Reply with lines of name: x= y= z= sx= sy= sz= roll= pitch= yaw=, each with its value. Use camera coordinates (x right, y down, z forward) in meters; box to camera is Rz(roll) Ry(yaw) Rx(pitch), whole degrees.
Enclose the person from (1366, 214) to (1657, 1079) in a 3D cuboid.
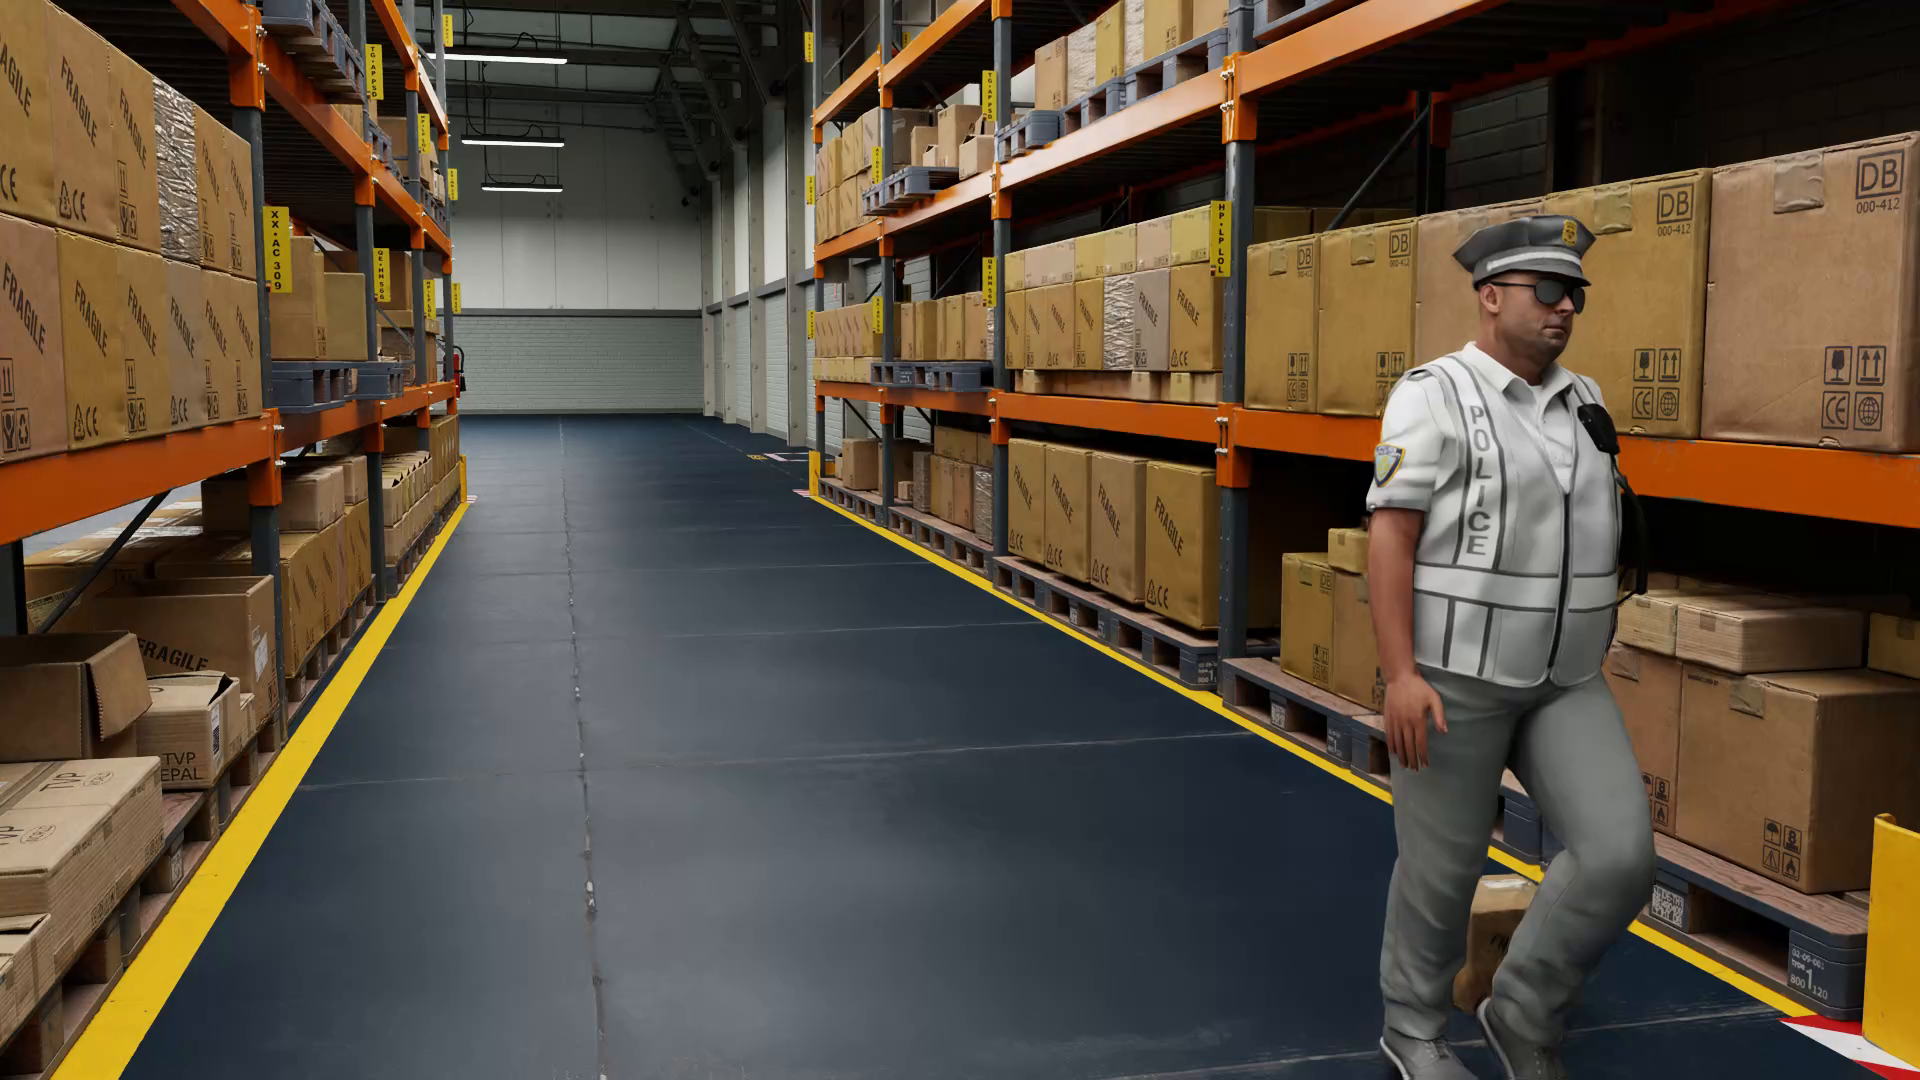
person: x=1.068 y=0.291 z=3.266 sx=0.600 sy=1.828 sz=0.510 roll=-2 pitch=6 yaw=-16
